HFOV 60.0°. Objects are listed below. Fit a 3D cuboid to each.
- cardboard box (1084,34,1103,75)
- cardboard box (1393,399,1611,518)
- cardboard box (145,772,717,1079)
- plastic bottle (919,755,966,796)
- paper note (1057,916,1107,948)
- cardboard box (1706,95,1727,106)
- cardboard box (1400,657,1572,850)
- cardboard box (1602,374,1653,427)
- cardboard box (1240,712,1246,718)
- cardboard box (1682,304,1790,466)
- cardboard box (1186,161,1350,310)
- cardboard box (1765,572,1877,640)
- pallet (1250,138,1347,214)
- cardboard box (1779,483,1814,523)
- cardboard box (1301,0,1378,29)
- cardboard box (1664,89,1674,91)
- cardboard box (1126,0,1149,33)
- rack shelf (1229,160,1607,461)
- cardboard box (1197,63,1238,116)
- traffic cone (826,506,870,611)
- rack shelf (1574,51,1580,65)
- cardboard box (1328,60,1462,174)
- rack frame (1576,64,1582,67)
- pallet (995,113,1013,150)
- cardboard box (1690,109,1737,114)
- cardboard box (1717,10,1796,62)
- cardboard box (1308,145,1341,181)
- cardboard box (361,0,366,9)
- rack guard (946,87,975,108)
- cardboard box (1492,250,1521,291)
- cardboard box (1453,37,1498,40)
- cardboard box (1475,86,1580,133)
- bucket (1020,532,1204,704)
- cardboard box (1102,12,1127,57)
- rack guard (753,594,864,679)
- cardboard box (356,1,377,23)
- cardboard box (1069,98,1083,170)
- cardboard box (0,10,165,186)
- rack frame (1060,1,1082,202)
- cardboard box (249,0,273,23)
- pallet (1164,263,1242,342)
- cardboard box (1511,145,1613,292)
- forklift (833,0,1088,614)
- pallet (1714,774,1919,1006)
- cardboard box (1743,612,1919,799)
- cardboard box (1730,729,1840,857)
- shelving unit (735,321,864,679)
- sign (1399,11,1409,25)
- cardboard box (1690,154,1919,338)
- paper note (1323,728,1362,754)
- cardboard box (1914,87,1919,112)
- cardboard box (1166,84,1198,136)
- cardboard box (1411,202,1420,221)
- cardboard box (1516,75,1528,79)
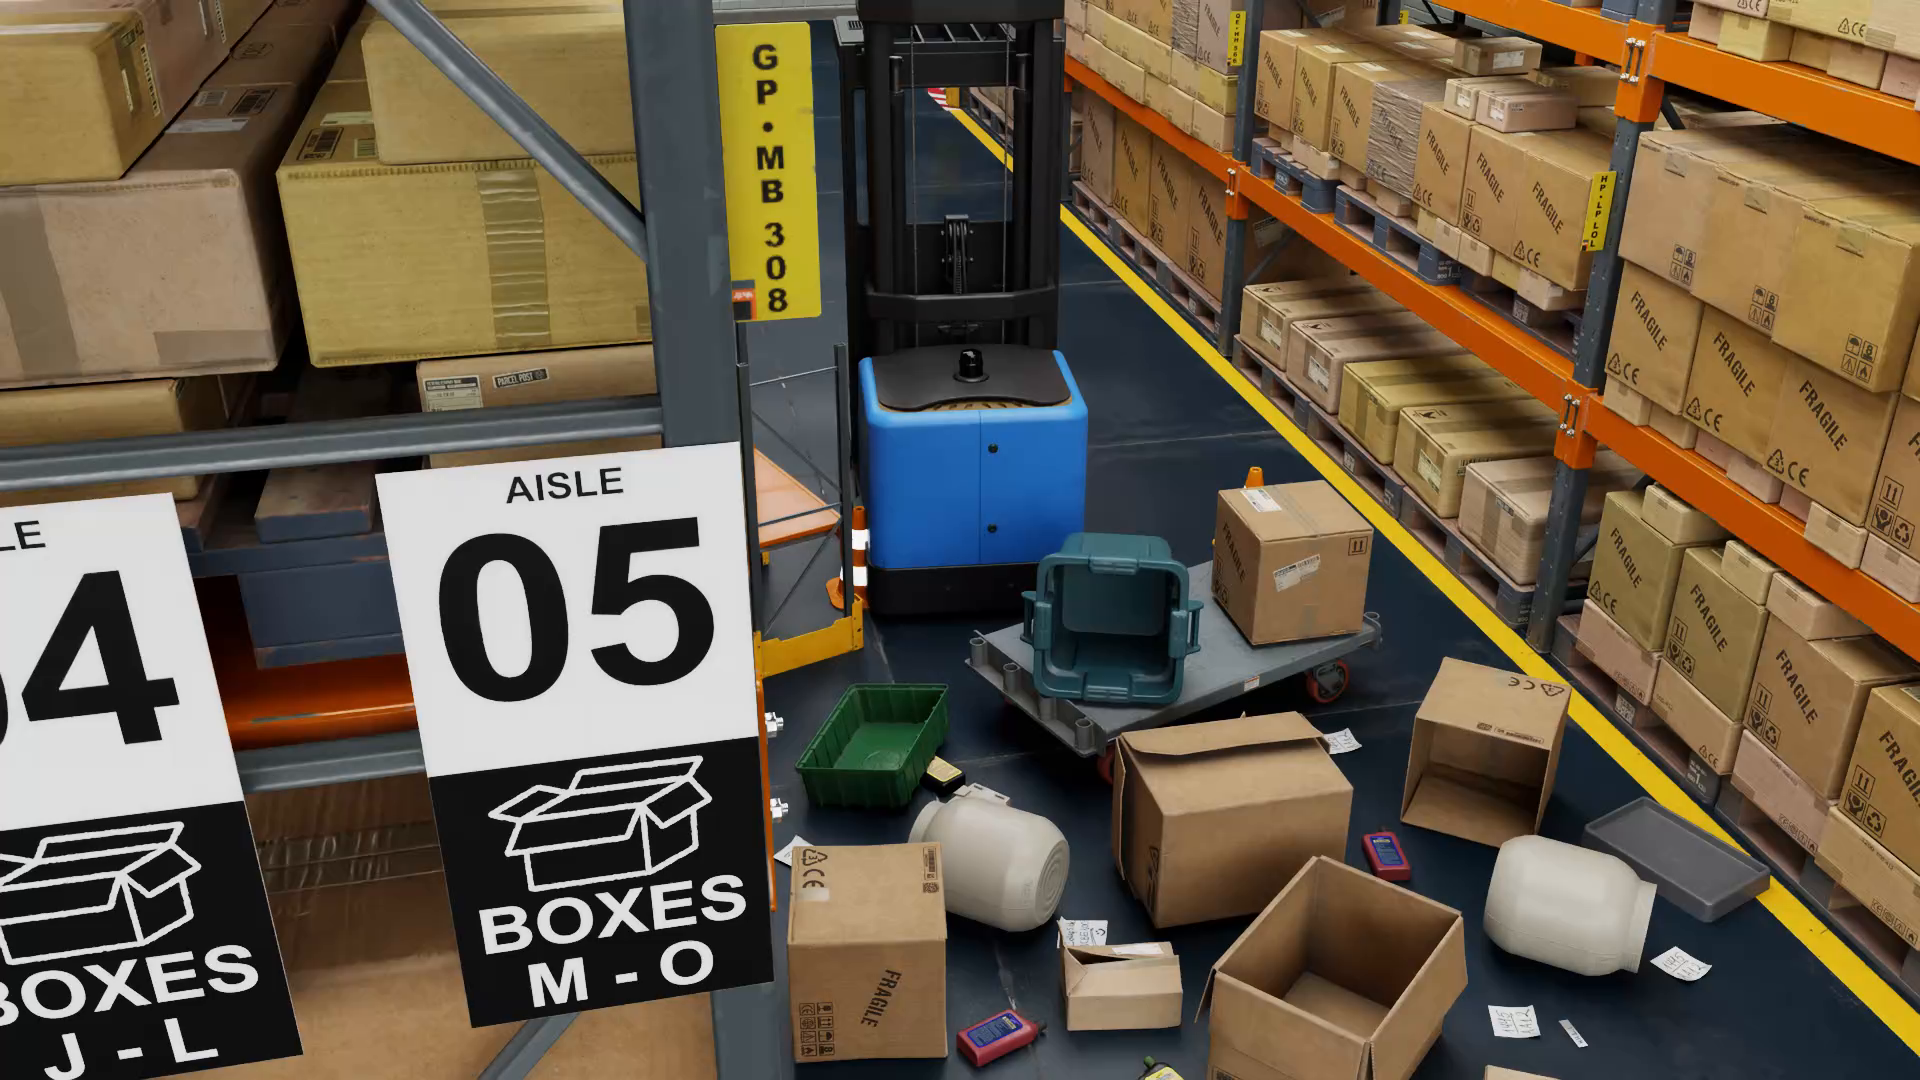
[{"bbox_3d":[1.306,-3.880,13.275,0.500,0.250,0.500,-7,28,-13],"label":"cardboard box"},{"bbox_3d":[2.862,-0.442,8.746,0.950,0.372,0.625,-4,27,-8],"label":"cardboard box"},{"bbox_3d":[-0.796,0.705,2.659,0.875,0.550,0.550,-6,27,-12],"label":"cardboard box"},{"bbox_3d":[-0.119,0.945,6.810,0.133,0.061,0.283,-23,35,-38],"label":"plastic bottle"},{"bbox_3d":[0.437,1.404,5.943,0.172,0.023,0.155,3,27,6],"label":"paper note"},{"bbox_3d":[6.756,-3.798,14.534,0.380,0.149,0.250,-7,28,-14],"label":"cardboard box"},{"bbox_3d":[2.064,0.841,6.526,0.500,0.500,0.500,13,30,24],"label":"cardboard box"},{"bbox_3d":[2.907,-0.599,6.887,0.380,0.149,0.250,-6,27,-12],"label":"cardboard box"},{"bbox_3d":[1.241,0.914,6.644,0.396,0.266,0.258,19,32,32],"label":"cardboard box"},{"bbox_3d":[3.112,-0.620,6.208,0.500,0.500,0.500,-6,27,-12],"label":"cardboard box"},{"bbox_3d":[2.172,-2.189,11.649,0.875,0.875,0.875,-6,27,-12],"label":"cardboard box"},{"bbox_3d":[3.169,0.224,6.010,0.380,0.149,0.250,-4,27,-9],"label":"cardboard box"},{"bbox_3d":[2.511,-2.250,10.093,1.213,0.211,1.003,-6,27,-12],"label":"pallet"},{"bbox_3d":[3.216,-0.154,6.005,0.380,0.149,0.250,-6,27,-12],"label":"cardboard box"},{"bbox_3d":[2.374,-3.370,10.878,0.500,0.500,0.500,-7,28,-13],"label":"cardboard box"},{"bbox_3d":[6.140,-3.963,14.860,0.380,0.149,0.250,-7,28,-13],"label":"cardboard box"},{"bbox_3d":[1.540,-3.995,12.116,0.500,0.500,0.500,-6,27,-12],"label":"cardboard box"},{"bbox_3d":[2.698,-1.439,9.070,1.077,0.370,4.000,-6,27,-12],"label":"rack shelf"},{"bbox_3d":[1.890,-2.981,10.939,0.500,0.250,0.500,-6,27,-12],"label":"cardboard box"},{"bbox_3d":[-0.483,0.055,8.127,0.336,0.463,0.334,-6,27,-12],"label":"traffic cone"},{"bbox_3d":[5.730,-5.457,17.030,1.077,0.370,4.000,-6,27,-12],"label":"rack shelf"},{"bbox_3d":[2.373,-2.321,9.113,0.500,0.500,0.500,-5,27,-11],"label":"cardboard box"},{"bbox_3d":[6.181,-4.900,15.129,1.000,3.000,0.127,-6,27,-12],"label":"rack frame"},{"bbox_3d":[0.972,-4.028,16.495,1.003,0.211,1.213,-6,27,-12],"label":"pallet"},{"bbox_3d":[6.358,-3.510,13.963,0.380,0.149,0.250,-5,27,-10],"label":"cardboard box"},{"bbox_3d":[2.982,-1.826,5.989,0.380,0.149,0.250,-6,27,-12],"label":"cardboard box"},{"bbox_3d":[2.229,-2.177,9.546,0.380,0.149,0.250,-6,27,-11],"label":"cardboard box"},{"bbox_3d":[-1.470,-1.064,3.460,0.500,0.250,0.500,-6,27,-11],"label":"cardboard box"},{"bbox_3d":[0.439,-5.045,18.190,1.175,0.500,0.348,-6,27,-12],"label":"rack guard"},{"bbox_3d":[2.721,-1.273,7.756,0.380,0.149,0.250,-7,28,-13],"label":"cardboard box"},{"bbox_3d":[5.480,-5.070,17.774,0.700,0.500,0.500,-5,27,-9],"label":"cardboard box"},{"bbox_3d":[2.656,-2.018,7.791,0.380,0.149,0.250,-7,28,-13],"label":"cardboard box"},{"bbox_3d":[0.625,0.273,6.826,0.726,0.611,0.620,3,17,6],"label":"bucket"},{"bbox_3d":[1.403,-3.878,12.716,0.500,0.250,0.500,-6,27,-11],"label":"cardboard box"},{"bbox_3d":[-0.714,0.443,7.596,0.587,0.250,0.087,-16,31,-28],"label":"rack guard"},{"bbox_3d":[-0.839,-0.898,3.131,0.500,0.250,0.500,-6,27,-12],"label":"cardboard box"},{"bbox_3d":[1.309,-3.724,15.177,0.875,0.438,0.875,-6,27,-12],"label":"cardboard box"},{"bbox_3d":[-1.157,-0.508,1.914,0.380,0.149,0.250,-6,27,-11],"label":"cardboard box"},{"bbox_3d":[1.346,-4.394,14.127,1.000,3.000,0.127,-6,27,-12],"label":"rack frame"},{"bbox_3d":[-1.384,-0.953,2.797,0.380,0.149,0.250,-6,27,-11],"label":"cardboard box"},{"bbox_3d":[2.143,-1.747,11.977,1.003,0.211,1.213,-6,27,-12],"label":"pallet"},{"bbox_3d":[2.821,-1.426,7.340,0.500,0.500,0.500,-6,27,-13],"label":"cardboard box"},{"bbox_3d":[-0.066,-1.589,8.645,1.130,2.935,3.031,-3,27,-5],"label":"forklift"},{"bbox_3d":[3.613,1.191,6.157,1.003,0.211,1.213,-6,27,-12],"label":"pallet"},{"bbox_3d":[3.266,0.571,6.043,0.500,0.500,0.500,-5,27,-9],"label":"cardboard box"},{"bbox_3d":[3.272,0.910,6.203,0.500,0.250,0.500,-6,27,-12],"label":"cardboard box"},{"bbox_3d":[-0.977,-0.306,7.691,0.587,1.500,1.083,-16,31,-28],"label":"shelving unit"},{"bbox_3d":[2.774,-3.179,10.522,0.100,0.325,0.005,-6,27,-12],"label":"sign"},{"bbox_3d":[3.130,-1.064,5.979,0.700,0.500,0.500,-6,27,-11],"label":"cardboard box"},{"bbox_3d":[1.606,0.849,7.033,0.148,0.019,0.142,-6,27,-12],"label":"paper note"},{"bbox_3d":[3.185,-1.372,5.090,0.380,0.149,0.250,-6,28,-13],"label":"cardboard box"},{"bbox_3d":[1.750,-2.989,11.510,0.500,0.250,0.500,-5,27,-11],"label":"cardboard box"},{"bbox_3d":[2.588,-1.731,8.663,0.380,0.149,0.250,-7,28,-13],"label":"cardboard box"},{"bbox_3d":[2.984,-2.145,8.763,0.500,0.500,0.500,-7,28,-14],"label":"cardboard box"}]
